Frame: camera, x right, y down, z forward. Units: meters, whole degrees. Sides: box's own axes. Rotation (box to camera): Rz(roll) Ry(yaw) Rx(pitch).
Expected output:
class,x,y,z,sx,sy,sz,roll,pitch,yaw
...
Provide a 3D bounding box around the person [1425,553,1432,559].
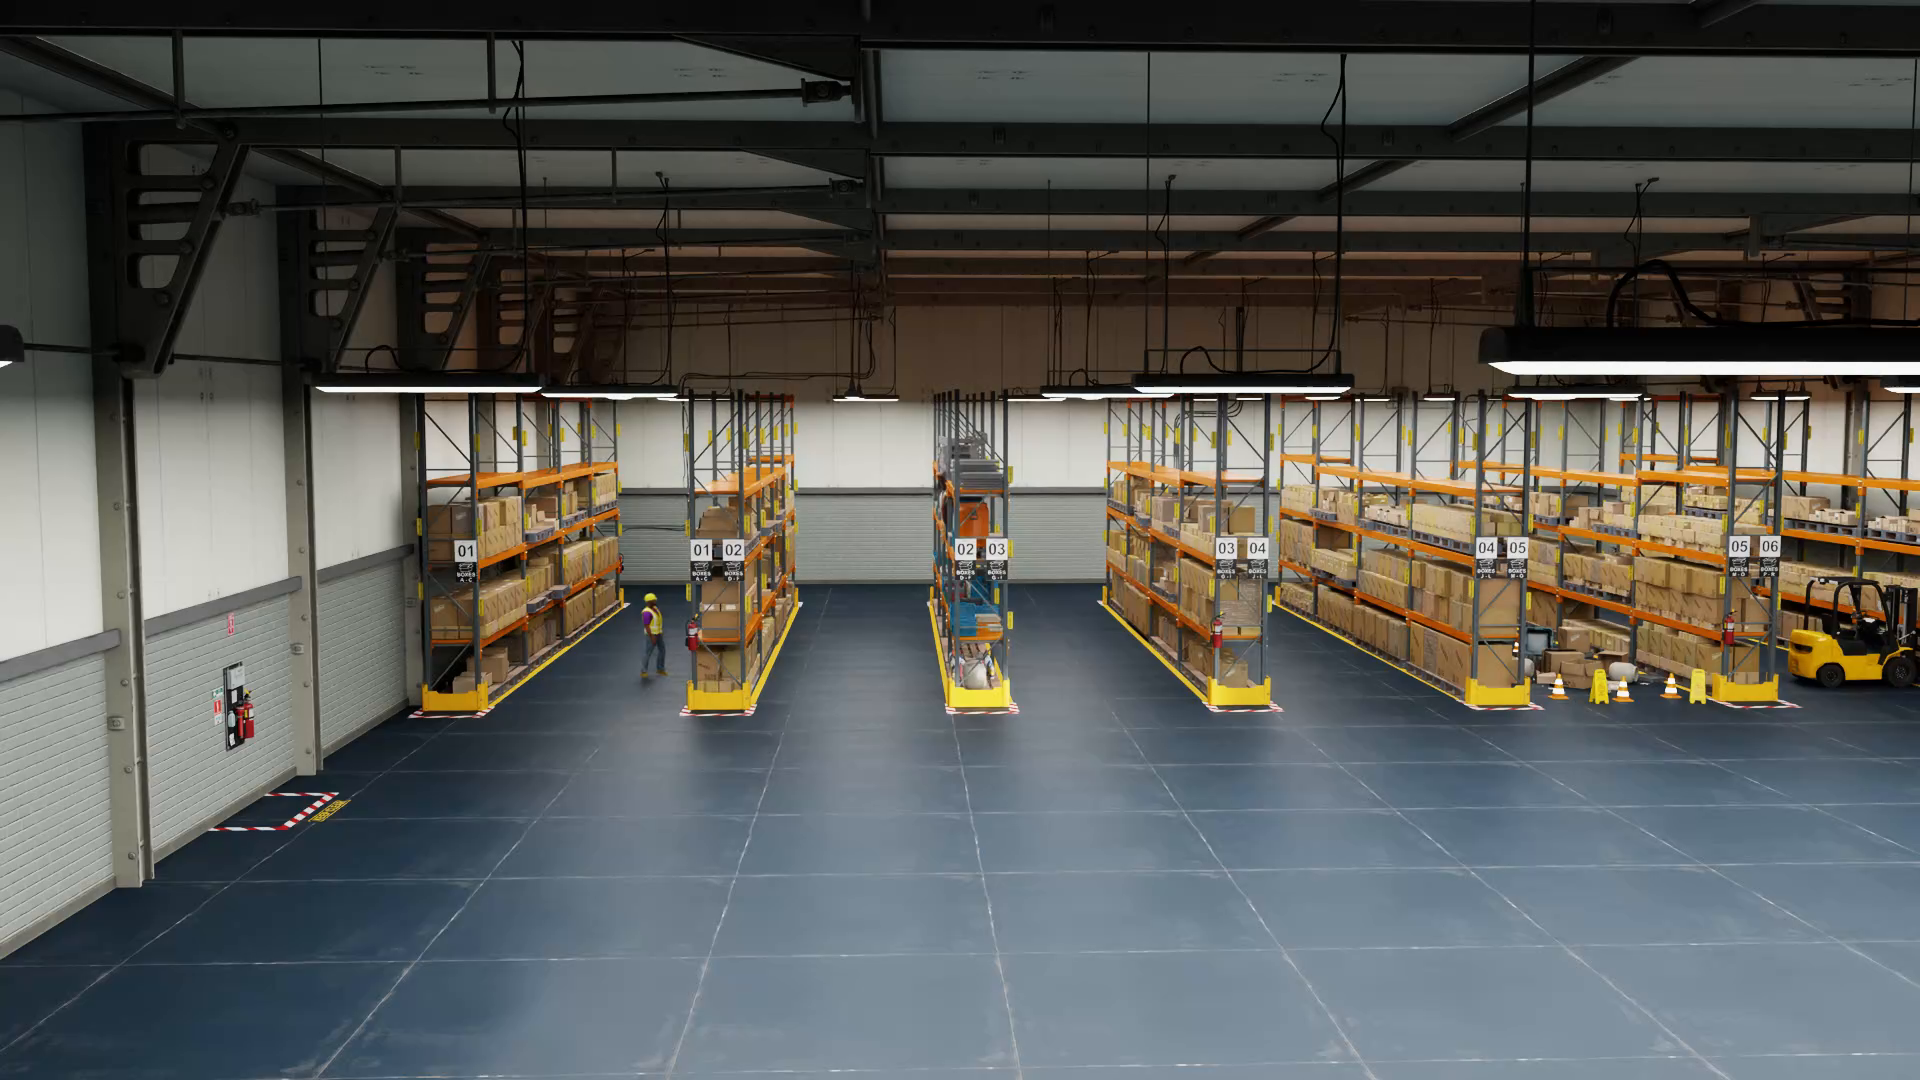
class,x,y,z,sx,sy,sz,roll,pitch,yaw
person,12.522,1.202,44.640,0.468,1.784,0.629,0,5,6

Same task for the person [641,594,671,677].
class,x,y,z,sx,sy,sz,roll,pitch,yaw
person,-6.424,2.016,34.976,0.515,1.798,0.701,2,5,24
